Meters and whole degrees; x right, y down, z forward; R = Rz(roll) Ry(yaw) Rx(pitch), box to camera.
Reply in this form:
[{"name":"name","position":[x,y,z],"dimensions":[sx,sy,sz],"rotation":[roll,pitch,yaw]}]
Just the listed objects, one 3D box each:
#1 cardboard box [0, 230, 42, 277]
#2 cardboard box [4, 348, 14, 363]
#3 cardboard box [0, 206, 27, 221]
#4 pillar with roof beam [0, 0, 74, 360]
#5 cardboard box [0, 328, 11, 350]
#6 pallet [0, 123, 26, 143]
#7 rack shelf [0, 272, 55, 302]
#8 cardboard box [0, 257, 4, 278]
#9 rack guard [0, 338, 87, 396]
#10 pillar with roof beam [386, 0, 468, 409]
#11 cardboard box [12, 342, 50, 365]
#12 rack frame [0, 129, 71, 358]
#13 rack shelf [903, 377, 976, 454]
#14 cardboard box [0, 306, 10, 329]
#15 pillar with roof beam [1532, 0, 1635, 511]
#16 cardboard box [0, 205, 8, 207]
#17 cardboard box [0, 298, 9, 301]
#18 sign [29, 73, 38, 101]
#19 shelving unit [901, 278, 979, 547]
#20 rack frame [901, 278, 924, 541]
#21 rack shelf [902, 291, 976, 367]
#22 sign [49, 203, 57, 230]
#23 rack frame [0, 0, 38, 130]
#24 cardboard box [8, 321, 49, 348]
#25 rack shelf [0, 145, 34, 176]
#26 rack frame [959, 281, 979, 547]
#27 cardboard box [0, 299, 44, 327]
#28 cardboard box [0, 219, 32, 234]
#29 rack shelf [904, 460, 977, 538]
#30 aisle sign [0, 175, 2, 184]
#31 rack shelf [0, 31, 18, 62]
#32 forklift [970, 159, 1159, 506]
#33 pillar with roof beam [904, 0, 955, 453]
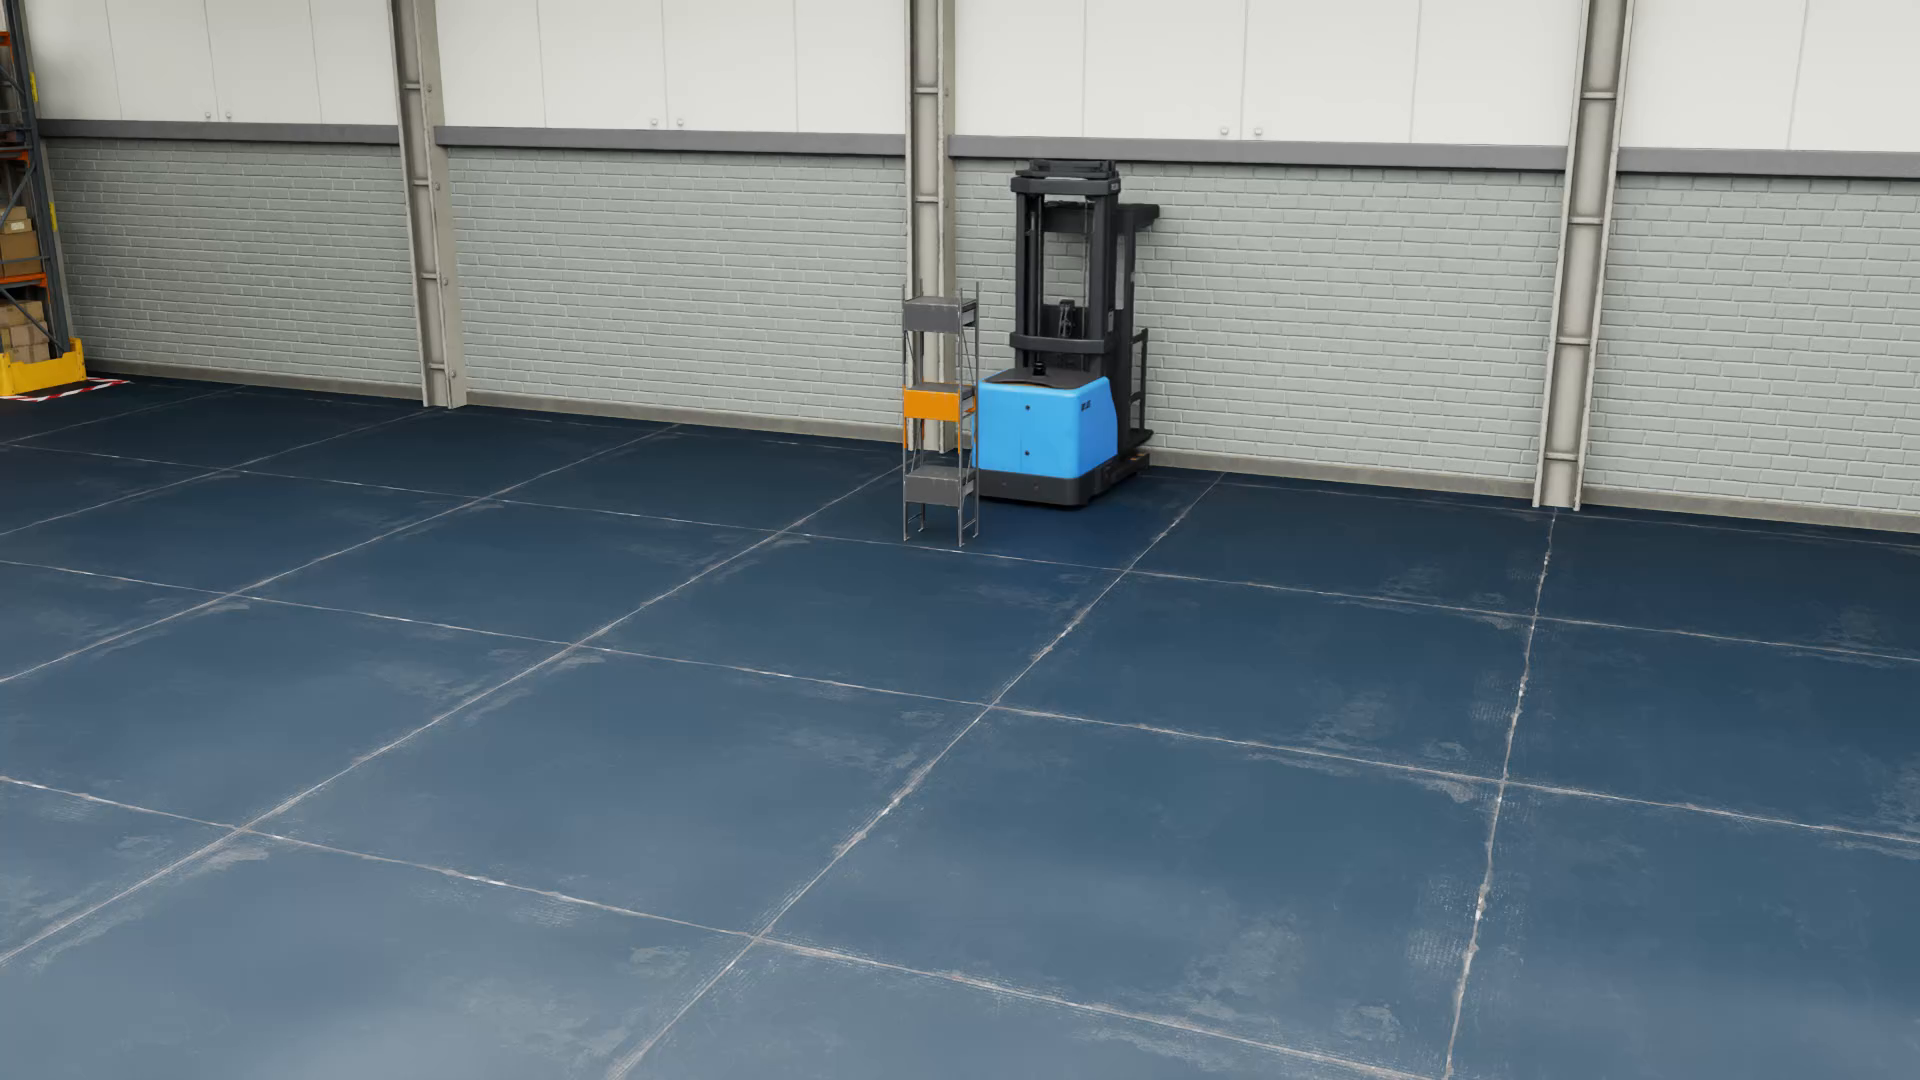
[{"name":"cardboard box","position":[-11.491,-3.463,20.041],"dimensions":[0.500,0.500,0.500],"rotation":[7,18,22]},{"name":"cardboard box","position":[-11.685,-2.139,19.841],"dimensions":[0.500,0.250,0.500],"rotation":[6,17,21]},{"name":"cardboard box","position":[-11.366,-3.884,19.796],"dimensions":[0.250,0.149,0.380],"rotation":[6,17,20]},{"name":"pillar with roof beam","position":[-13.028,-5.361,16.001],"dimensions":[0.400,9.000,9.100],"rotation":[6,17,21]},{"name":"cardboard box","position":[-11.699,-2.382,19.780],"dimensions":[0.500,0.250,0.500],"rotation":[6,17,20]},{"name":"pallet","position":[-11.780,-4.769,19.499],"dimensions":[1.213,0.211,1.003],"rotation":[6,17,21]},{"name":"rack shelf","position":[-12.992,-3.151,20.438],"dimensions":[4.000,0.370,1.077],"rotation":[6,17,21]},{"name":"cardboard box","position":[-11.686,-3.322,19.558],"dimensions":[0.500,0.500,0.500],"rotation":[6,17,19]},{"name":"rack guard","position":[-11.109,-2.089,19.973],"dimensions":[0.348,0.500,1.175],"rotation":[6,17,21]},{"name":"pillar with roof beam","position":[-7.447,-4.748,13.887],"dimensions":[0.400,9.000,9.100],"rotation":[6,17,21]},{"name":"cardboard box","position":[-11.517,-2.274,20.305],"dimensions":[0.500,0.250,0.500],"rotation":[6,17,21]},{"name":"rack frame","position":[-11.132,-3.292,19.633],"dimensions":[0.127,3.000,1.000],"rotation":[6,17,21]},{"name":"rack shelf","position":[-0.154,-1.012,13.443],"dimensions":[0.480,0.518,0.431],"rotation":[6,17,21]},{"name":"cardboard box","position":[-11.675,-2.620,19.702],"dimensions":[0.500,0.250,0.500],"rotation":[7,18,22]},{"name":"pillar with roof beam","position":[3.716,-3.520,9.658],"dimensions":[0.400,9.000,9.100],"rotation":[6,17,21]},{"name":"cardboard box","position":[-11.590,-3.927,19.946],"dimensions":[0.250,0.149,0.380],"rotation":[7,18,23]},{"name":"cardboard box","position":[-11.976,-2.802,20.329],"dimensions":[0.500,0.250,0.500],"rotation":[6,17,21]},{"name":"sign","position":[-10.923,-5.334,19.575],"dimensions":[0.005,0.325,0.100],"rotation":[6,17,21]},{"name":"shelving unit","position":[-0.154,-1.025,13.439],"dimensions":[0.503,2.100,0.431],"rotation":[6,17,21]},{"name":"rack frame","position":[-0.381,-1.050,13.525],"dimensions":[0.015,2.100,0.400],"rotation":[6,17,21]},{"name":"rack shelf","position":[-0.154,-1.684,13.248],"dimensions":[0.480,0.518,0.431],"rotation":[6,17,21]},{"name":"sign","position":[-10.923,-3.889,19.995],"dimensions":[0.005,0.325,0.100],"rotation":[6,17,21]},{"name":"rack frame","position":[-11.132,-6.173,18.796],"dimensions":[0.127,3.000,1.000],"rotation":[6,17,21]},{"name":"cardboard box","position":[-11.493,-2.515,20.239],"dimensions":[0.500,0.250,0.500],"rotation":[7,17,22]},{"name":"rack shelf","position":[-12.992,-4.592,20.020],"dimensions":[4.000,0.370,1.077],"rotation":[6,17,21]},{"name":"rack frame","position":[0.073,-1.000,13.353],"dimensions":[0.015,2.100,0.400],"rotation":[6,17,21]},{"name":"cardboard box","position":[-11.509,-2.752,20.157],"dimensions":[0.500,0.250,0.500],"rotation":[6,17,20]},{"name":"cardboard box","position":[-11.352,-3.753,19.880],"dimensions":[0.250,0.149,0.380],"rotation":[6,17,19]},{"name":"rack shelf","position":[-0.154,-0.340,13.638],"dimensions":[0.480,0.518,0.431],"rotation":[6,17,21]},{"name":"aisle sign","position":[-11.178,-4.457,18.985],"dimensions":[0.004,0.787,0.394],"rotation":[6,17,21]},{"name":"rack shelf","position":[-12.992,-5.840,19.657],"dimensions":[4.000,0.370,1.077],"rotation":[6,17,21]},{"name":"forklift","position":[1.176,-2.071,15.552],"dimensions":[1.130,2.935,3.031],"rotation":[8,18,24]},{"name":"pillar with roof beam","position":[-1.865,-4.134,11.773],"dimensions":[0.400,9.000,9.100],"rotation":[6,17,21]}]
